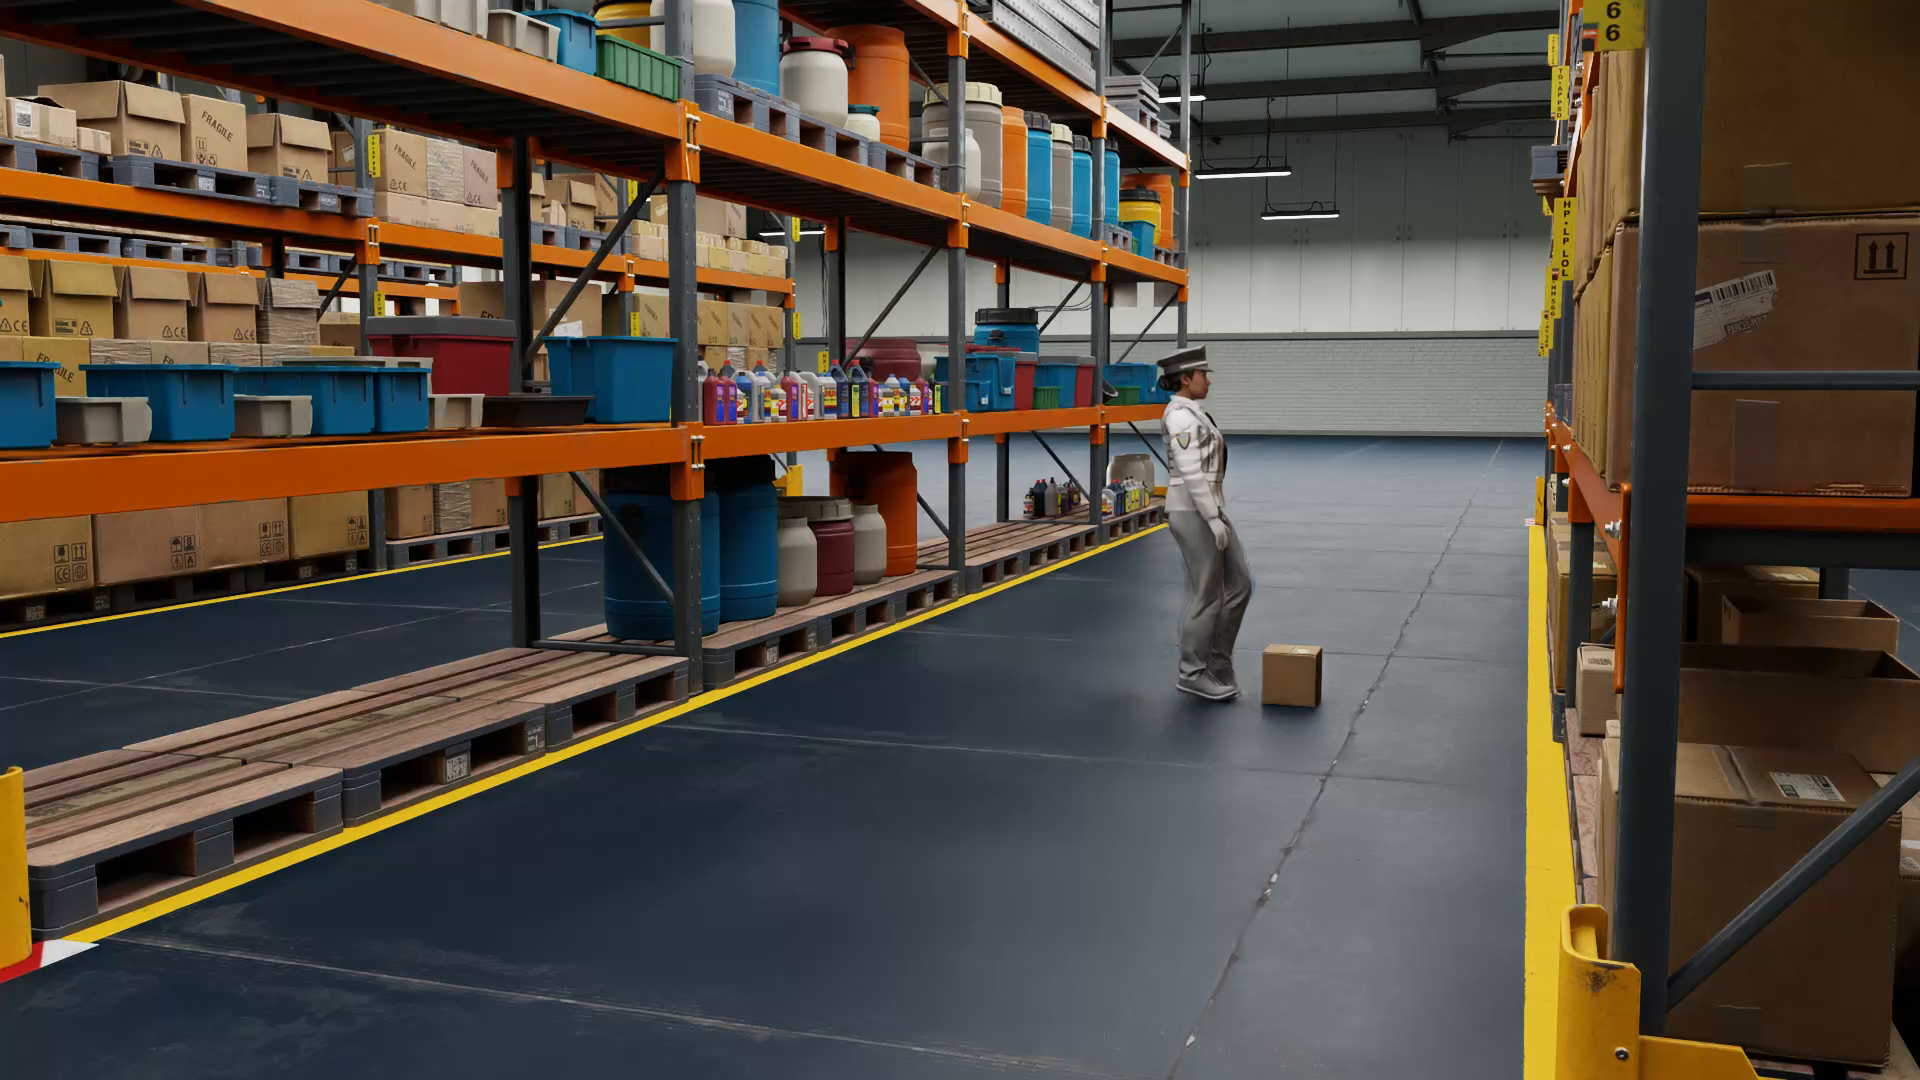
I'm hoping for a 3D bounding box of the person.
[{"bbox_3d":[1.167,-0.063,8.000,0.472,1.747,0.528,1,5,13],"label":"person"}]
